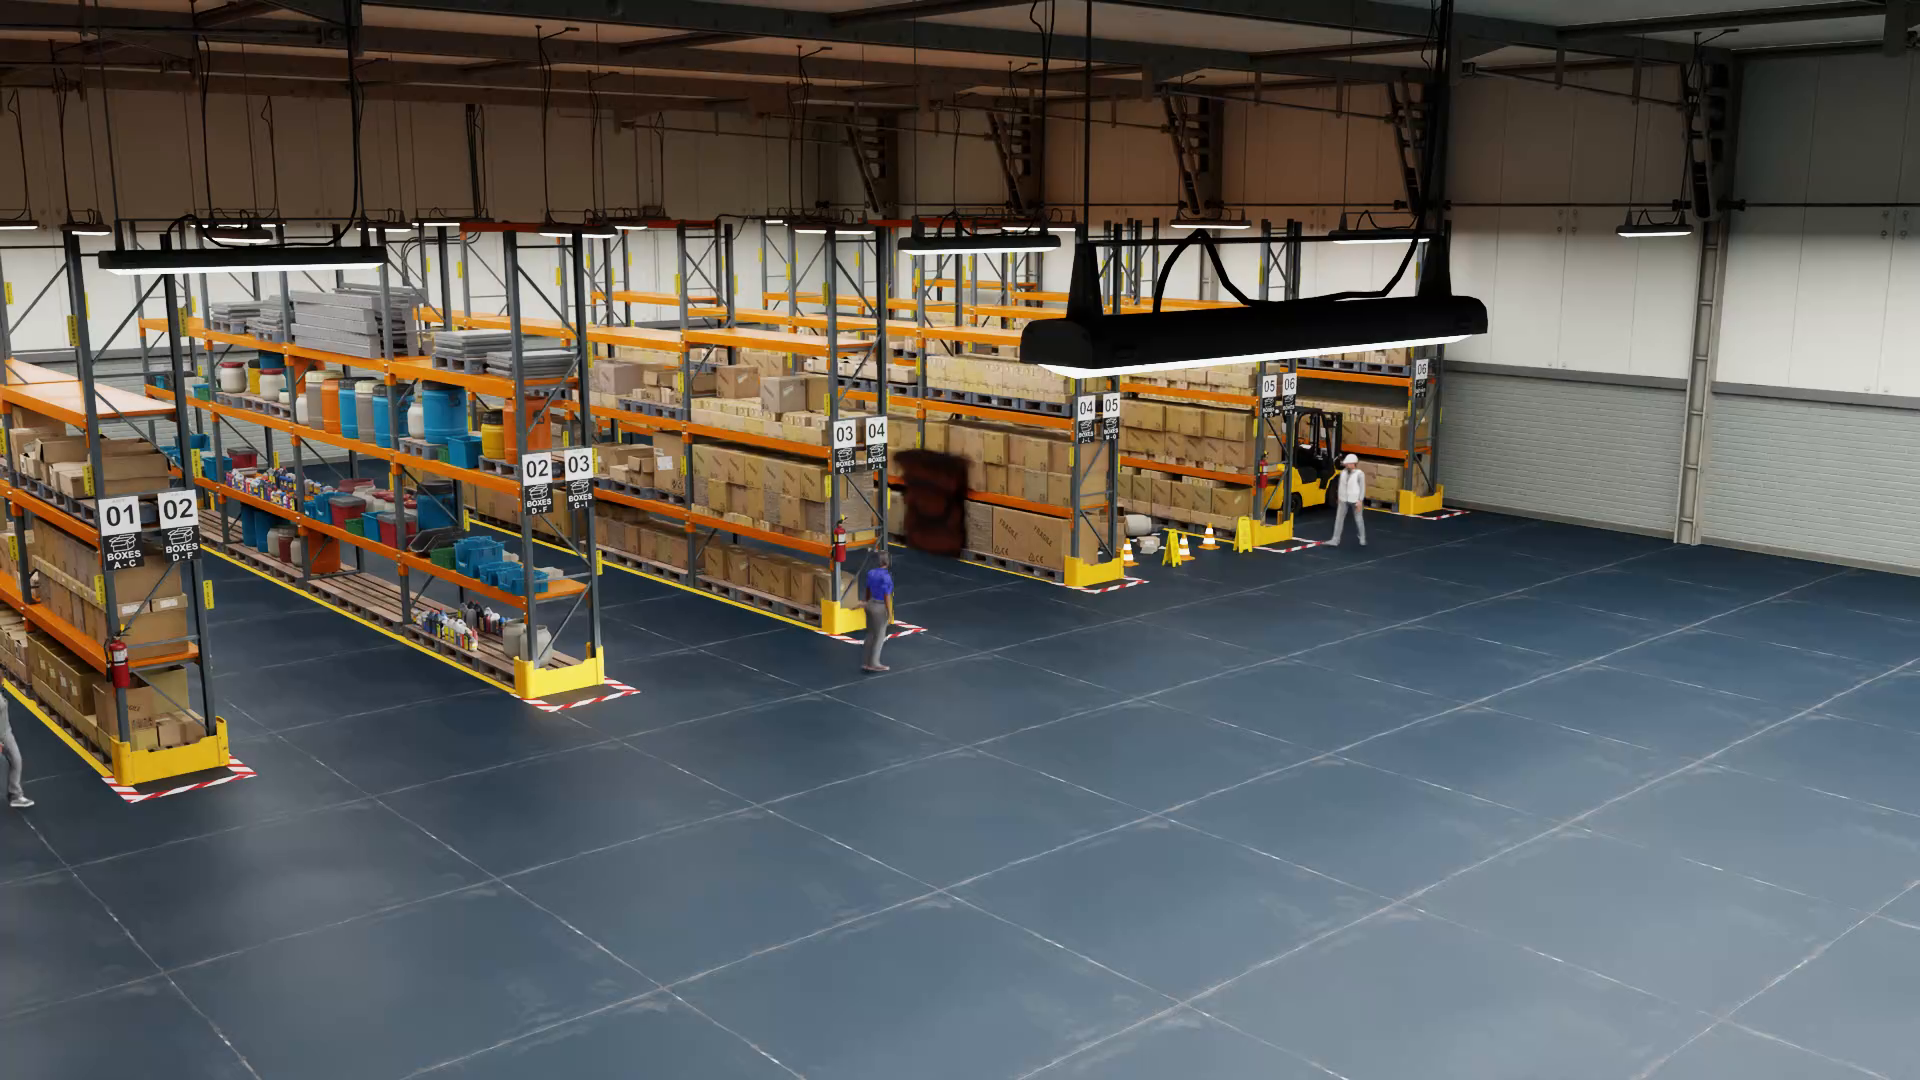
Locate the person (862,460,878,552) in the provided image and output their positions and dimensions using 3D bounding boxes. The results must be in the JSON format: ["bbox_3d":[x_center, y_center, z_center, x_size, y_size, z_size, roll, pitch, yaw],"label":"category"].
[{"bbox_3d":[-1.799,-0.598,29.245,0.978,1.614,0.445,10,15,40],"label":"person"}]

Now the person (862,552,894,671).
[{"bbox_3d":[-1.132,0.987,22.842,0.393,1.657,0.490,-7,13,-31],"label":"person"}]

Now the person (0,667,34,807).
[{"bbox_3d":[-10.302,2.091,17.635,0.866,1.508,0.393,4,12,17],"label":"person"}]

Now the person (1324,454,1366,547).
[{"bbox_3d":[7.286,-0.749,31.158,0.625,1.746,0.840,7,13,30],"label":"person"}]
